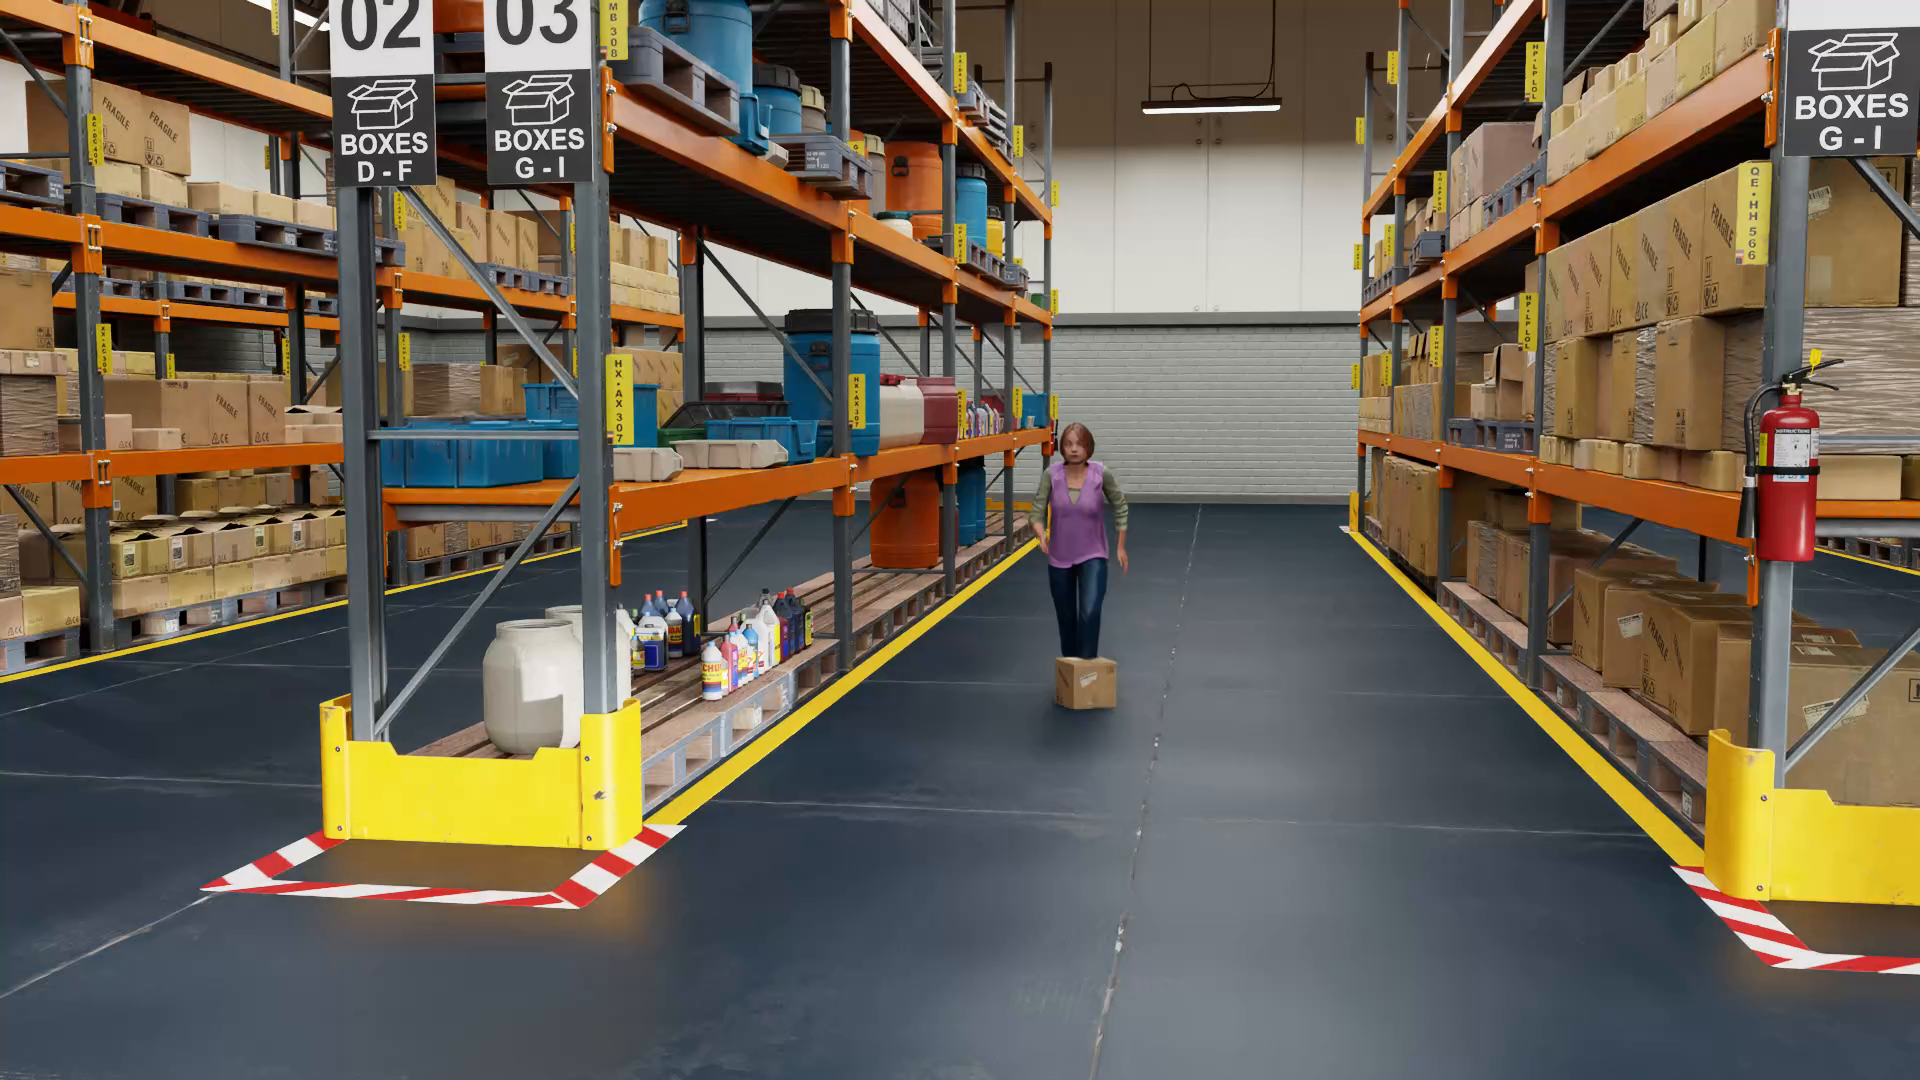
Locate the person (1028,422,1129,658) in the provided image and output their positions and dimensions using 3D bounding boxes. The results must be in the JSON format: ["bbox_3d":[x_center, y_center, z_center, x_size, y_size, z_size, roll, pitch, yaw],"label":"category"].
[{"bbox_3d":[0.663,0.105,9.199,0.529,1.514,0.858,1,5,16],"label":"person"}]
